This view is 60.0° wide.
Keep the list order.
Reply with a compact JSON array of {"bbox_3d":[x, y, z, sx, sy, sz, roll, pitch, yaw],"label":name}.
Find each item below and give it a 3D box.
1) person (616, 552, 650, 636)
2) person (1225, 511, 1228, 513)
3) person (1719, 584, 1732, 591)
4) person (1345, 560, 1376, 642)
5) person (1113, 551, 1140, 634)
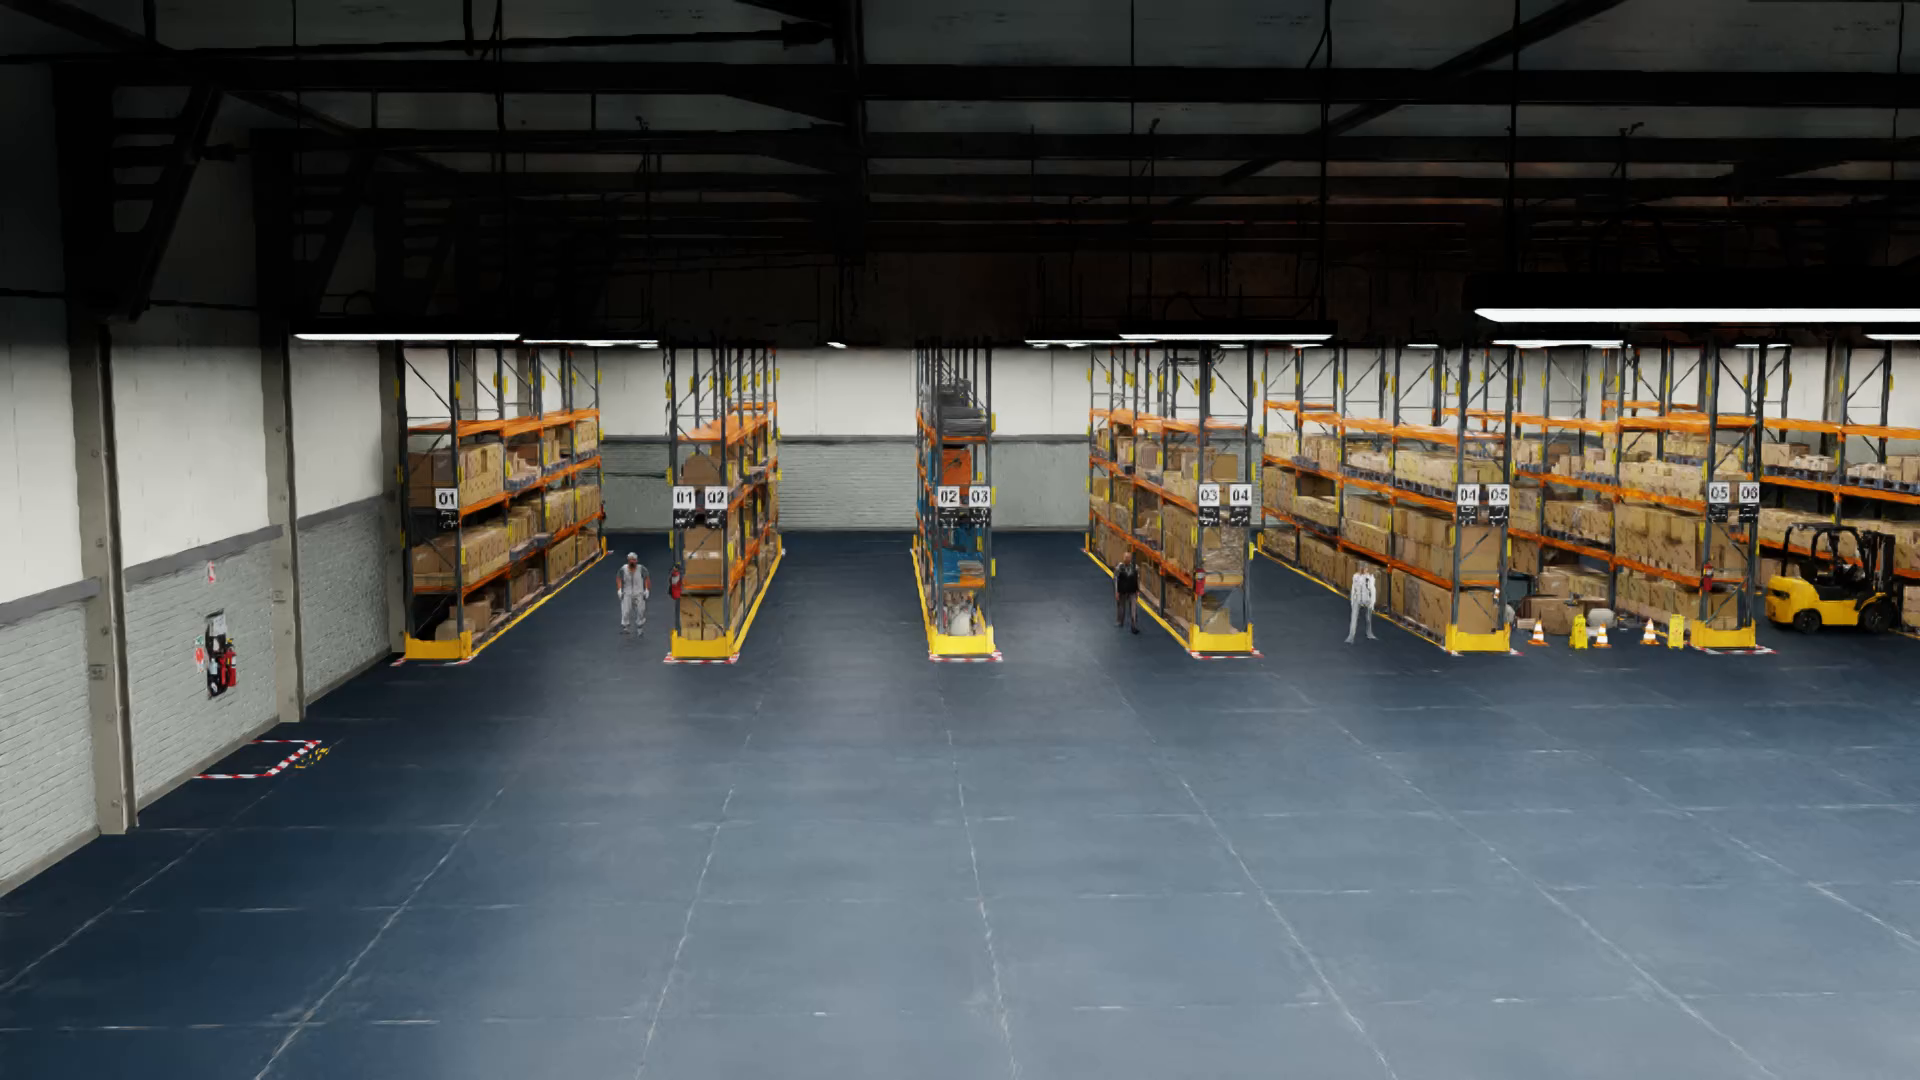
[{"bbox_3d":[-6.556,1.082,33.359,0.677,1.742,0.552,0,7,-4],"label":"person"},{"bbox_3d":[7.557,-0.567,48.356,0.481,1.583,1.074,-1,7,-5],"label":"person"},{"bbox_3d":[16.448,0.811,35.834,0.569,1.668,0.563,4,7,29],"label":"person"},{"bbox_3d":[7.935,1.191,32.771,0.523,1.625,0.911,3,7,25],"label":"person"},{"bbox_3d":[3.399,1.046,33.920,0.543,1.648,1.115,0,6,-1],"label":"person"}]
